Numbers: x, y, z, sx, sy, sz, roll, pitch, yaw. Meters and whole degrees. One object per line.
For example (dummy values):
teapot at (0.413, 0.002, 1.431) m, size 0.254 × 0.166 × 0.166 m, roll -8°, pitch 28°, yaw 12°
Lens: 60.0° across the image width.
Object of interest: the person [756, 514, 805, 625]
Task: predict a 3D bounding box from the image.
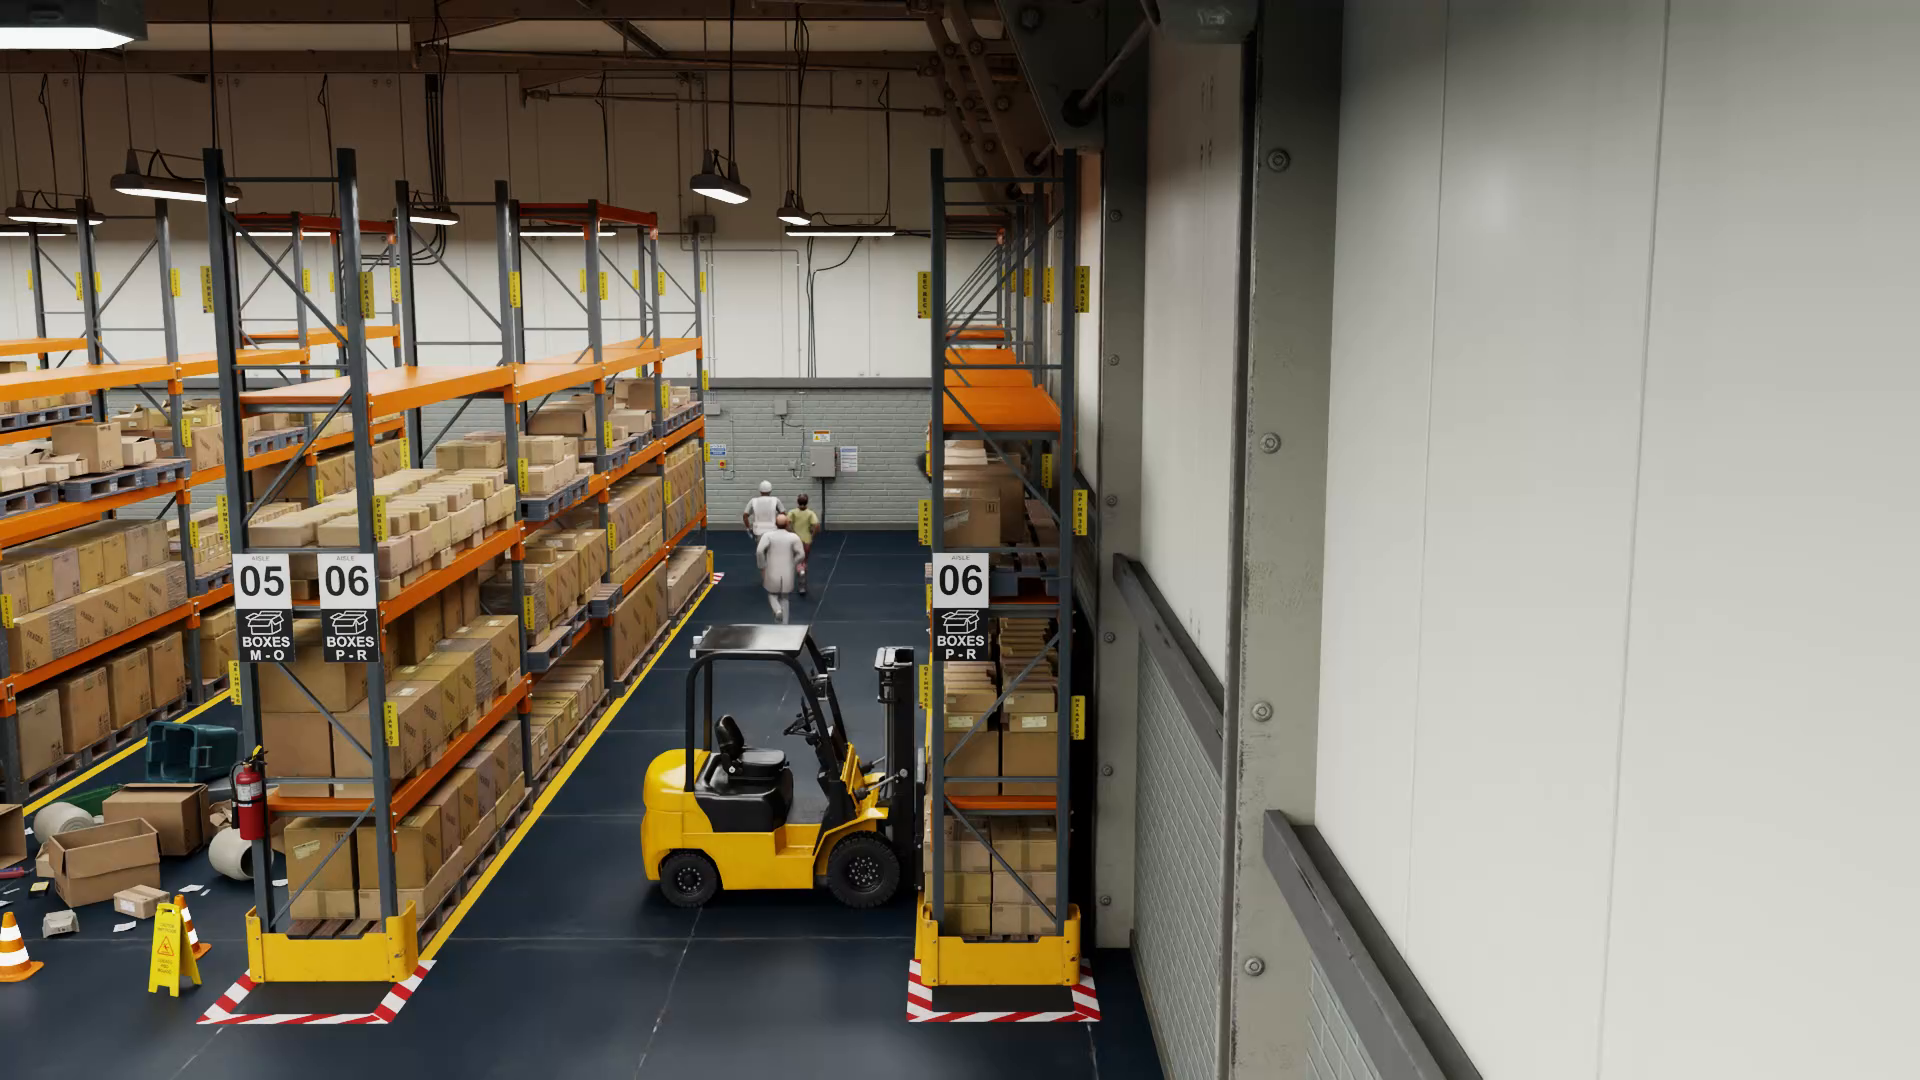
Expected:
person at (-2.591, 0.487, 23.987) m, size 0.707 × 1.739 × 0.566 m, roll -1°, pitch 9°, yaw -9°

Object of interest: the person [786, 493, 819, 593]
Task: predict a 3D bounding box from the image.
person at (-2.558, 0.080, 26.894) m, size 0.586 × 1.654 × 0.618 m, roll -2°, pitch 9°, yaw -10°

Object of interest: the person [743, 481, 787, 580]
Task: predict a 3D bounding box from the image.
person at (-3.240, -0.113, 27.732) m, size 0.718 × 1.753 × 0.642 m, roll 0°, pitch 9°, yaw 2°
